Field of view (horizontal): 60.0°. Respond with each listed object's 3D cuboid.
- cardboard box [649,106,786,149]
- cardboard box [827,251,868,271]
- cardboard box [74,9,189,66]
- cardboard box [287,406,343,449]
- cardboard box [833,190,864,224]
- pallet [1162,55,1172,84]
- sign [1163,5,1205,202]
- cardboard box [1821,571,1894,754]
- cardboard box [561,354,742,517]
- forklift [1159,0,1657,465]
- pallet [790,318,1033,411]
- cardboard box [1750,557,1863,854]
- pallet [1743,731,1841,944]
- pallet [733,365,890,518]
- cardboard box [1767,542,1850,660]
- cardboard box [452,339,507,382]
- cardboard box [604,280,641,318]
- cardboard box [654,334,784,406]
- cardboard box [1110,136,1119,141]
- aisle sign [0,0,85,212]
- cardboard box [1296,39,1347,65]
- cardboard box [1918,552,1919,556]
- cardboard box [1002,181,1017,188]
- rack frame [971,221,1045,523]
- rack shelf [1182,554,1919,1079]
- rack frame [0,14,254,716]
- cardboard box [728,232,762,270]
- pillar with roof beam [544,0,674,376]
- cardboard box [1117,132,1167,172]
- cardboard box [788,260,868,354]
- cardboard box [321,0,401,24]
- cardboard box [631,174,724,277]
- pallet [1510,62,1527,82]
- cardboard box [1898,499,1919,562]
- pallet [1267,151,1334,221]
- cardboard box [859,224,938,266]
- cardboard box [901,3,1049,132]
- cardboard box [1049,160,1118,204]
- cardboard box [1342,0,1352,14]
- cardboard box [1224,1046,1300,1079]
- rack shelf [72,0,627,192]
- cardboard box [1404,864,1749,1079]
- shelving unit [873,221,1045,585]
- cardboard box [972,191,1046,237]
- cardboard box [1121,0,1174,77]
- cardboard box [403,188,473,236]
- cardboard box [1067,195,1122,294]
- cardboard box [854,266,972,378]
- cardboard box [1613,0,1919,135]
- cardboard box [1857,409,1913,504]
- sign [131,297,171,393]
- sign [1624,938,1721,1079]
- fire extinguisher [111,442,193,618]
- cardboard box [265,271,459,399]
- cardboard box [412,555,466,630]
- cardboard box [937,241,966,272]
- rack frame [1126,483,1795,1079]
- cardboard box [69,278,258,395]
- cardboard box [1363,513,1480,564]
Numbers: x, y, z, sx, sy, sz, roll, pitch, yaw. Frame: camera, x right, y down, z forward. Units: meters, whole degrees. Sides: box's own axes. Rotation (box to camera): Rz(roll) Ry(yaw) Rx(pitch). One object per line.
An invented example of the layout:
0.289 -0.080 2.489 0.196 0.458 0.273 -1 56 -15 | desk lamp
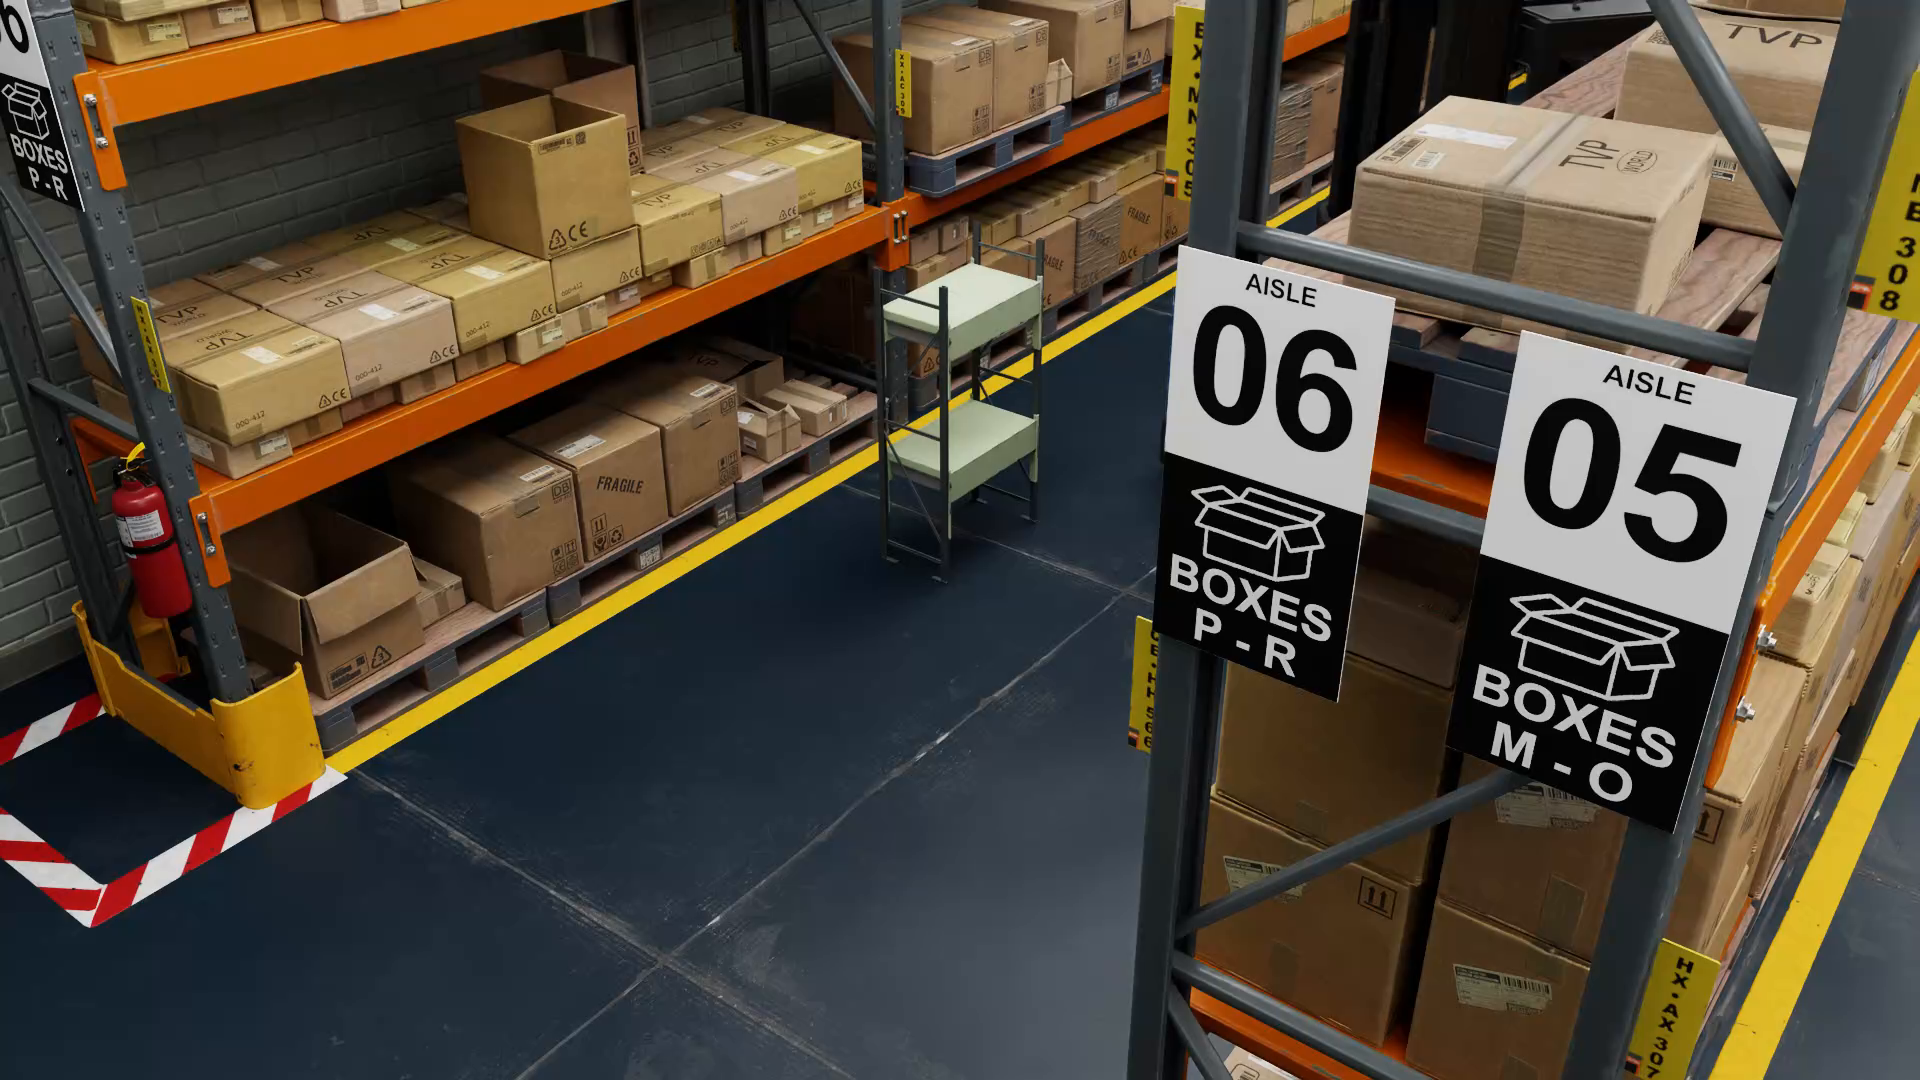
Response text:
-1.238 -2.016 8.565 0.500 0.250 0.500 21 36 31 | cardboard box
-0.731 -1.693 9.569 0.380 0.149 0.250 20 36 29 | cardboard box
-2.760 -1.685 5.455 0.380 0.149 0.250 22 37 32 | cardboard box
-2.604 -0.503 6.404 0.380 0.149 0.250 22 37 32 | cardboard box
-0.715 -1.755 8.516 0.380 0.149 0.250 22 37 32 | cardboard box
1.338 -3.317 11.093 1.213 0.211 1.003 21 37 31 | pallet
0.397 -0.729 2.804 0.100 0.325 0.005 21 37 31 | sign
2.234 0.308 4.691 0.500 0.500 0.500 22 37 33 | cardboard box
-1.520 -0.527 8.237 0.700 0.500 0.500 20 36 30 | cardboard box
2.632 -1.629 8.123 3.031 2.935 1.130 -9 32 -15 | forklift
-0.263 -1.213 10.090 1.003 0.211 1.213 21 37 31 | pallet
1.645 0.289 3.742 0.500 0.500 0.500 20 36 30 | cardboard box
2.715 0.940 6.457 1.003 0.211 1.213 21 37 31 | pallet
-1.139 -0.592 9.042 1.003 0.211 1.213 21 37 31 | pallet
1.606 0.071 3.473 0.380 0.149 0.250 22 37 33 | cardboard box
-2.116 -0.815 6.929 0.380 0.149 0.250 22 37 32 | cardboard box
-1.660 -1.133 7.467 0.380 0.149 0.250 21 37 31 | cardboard box
-1.311 -0.899 9.050 0.500 0.311 0.500 23 37 33 | cardboard box
0.860 -2.739 11.334 0.380 0.149 0.250 22 37 32 | cardboard box
-2.945 -1.445 5.196 0.394 0.787 0.004 21 37 31 | aisle sign
2.873 -3.647 13.378 0.875 0.625 0.625 19 36 29 | cardboard box
3.160 -0.320 5.750 0.500 0.500 0.500 21 37 32 | cardboard box
0.193 -2.326 10.636 0.380 0.149 0.250 20 36 29 | cardboard box
0.225 -0.797 8.123 0.400 1.500 0.023 21 37 31 | rack frame
2.029 0.578 5.038 1.077 0.370 4.000 21 37 31 | rack shelf
-3.138 -0.445 6.058 1.000 3.000 0.127 21 37 31 | rack frame
-1.172 -1.431 7.969 0.380 0.149 0.250 22 37 33 | cardboard box
1.570 -3.321 5.027 9.100 9.000 0.400 21 37 31 | pillar with roof beam
1.261 -2.588 11.079 0.380 0.149 0.250 20 36 30 | cardboard box
-0.663 -1.466 9.822 0.500 0.500 0.500 21 37 31 | cardboard box
-2.222 -1.968 5.933 0.380 0.149 0.250 22 37 32 | cardboard box
-1.439 -1.445 7.602 0.500 0.250 0.500 21 36 31 | cardboard box
4.619 -4.433 15.523 1.003 0.211 1.213 21 37 31 | pallet
2.559 -0.327 4.781 0.500 0.500 0.500 22 37 32 | cardboard box
2.219 -2.819 12.800 1.003 0.211 1.213 21 37 31 | pallet
-0.343 -1.665 9.230 0.380 0.149 0.250 20 36 30 | cardboard box
0.060 -2.633 9.240 0.700 0.500 0.500 22 37 32 | cardboard box
0.772 -2.272 10.545 0.380 0.149 0.250 19 36 29 | cardboard box
2.767 -4.152 12.460 0.500 0.250 0.500 20 36 30 | cardboard box
1.140 1.704 4.534 0.875 0.438 0.875 20 36 30 | cardboard box
-1.931 -2.239 6.849 1.077 0.370 4.000 21 37 31 | rack shelf
1.340 0.932 3.638 0.500 0.500 0.500 21 36 31 | cardboard box
0.004 -0.648 7.872 0.431 1.500 0.755 21 37 31 | shelving unit
0.292 -1.969 10.034 0.380 0.149 0.250 21 37 31 | cardboard box
0.853 -3.201 10.196 0.797 0.503 0.637 20 36 30 | cardboard box
-2.141 -1.398 7.523 0.500 0.250 0.500 21 37 31 | cardboard box
0.684 -1.933 10.610 0.500 0.500 0.500 20 36 30 | cardboard box
-0.252 -1.303 9.547 0.500 0.500 0.500 23 38 33 | cardboard box
1.765 -0.987 3.609 0.500 0.311 0.500 22 37 32 | cardboard box
2.051 -0.253 4.019 0.380 0.149 0.250 21 37 32 | cardboard box
-2.705 -0.650 5.556 0.100 0.325 0.005 21 37 31 | sign
1.260 0.848 2.950 0.100 0.325 0.005 21 37 31 | sign
-2.858 -0.049 5.832 0.296 0.674 0.183 21 37 31 | fire extinguisher
-2.345 -0.815 6.538 0.500 0.250 0.500 22 37 32 | cardboard box
-2.406 0.221 7.319 0.380 0.149 0.250 20 36 29 | cardboard box
-0.189 -1.655 9.504 0.380 0.149 0.250 20 36 30 | cardboard box
0.822 1.081 3.483 1.000 3.000 0.127 21 37 31 | rack frame
-3.072 -0.777 6.474 0.500 0.250 0.500 22 37 33 | cardboard box
1.013 0.011 3.574 0.380 0.149 0.250 22 37 32 | cardboard box
